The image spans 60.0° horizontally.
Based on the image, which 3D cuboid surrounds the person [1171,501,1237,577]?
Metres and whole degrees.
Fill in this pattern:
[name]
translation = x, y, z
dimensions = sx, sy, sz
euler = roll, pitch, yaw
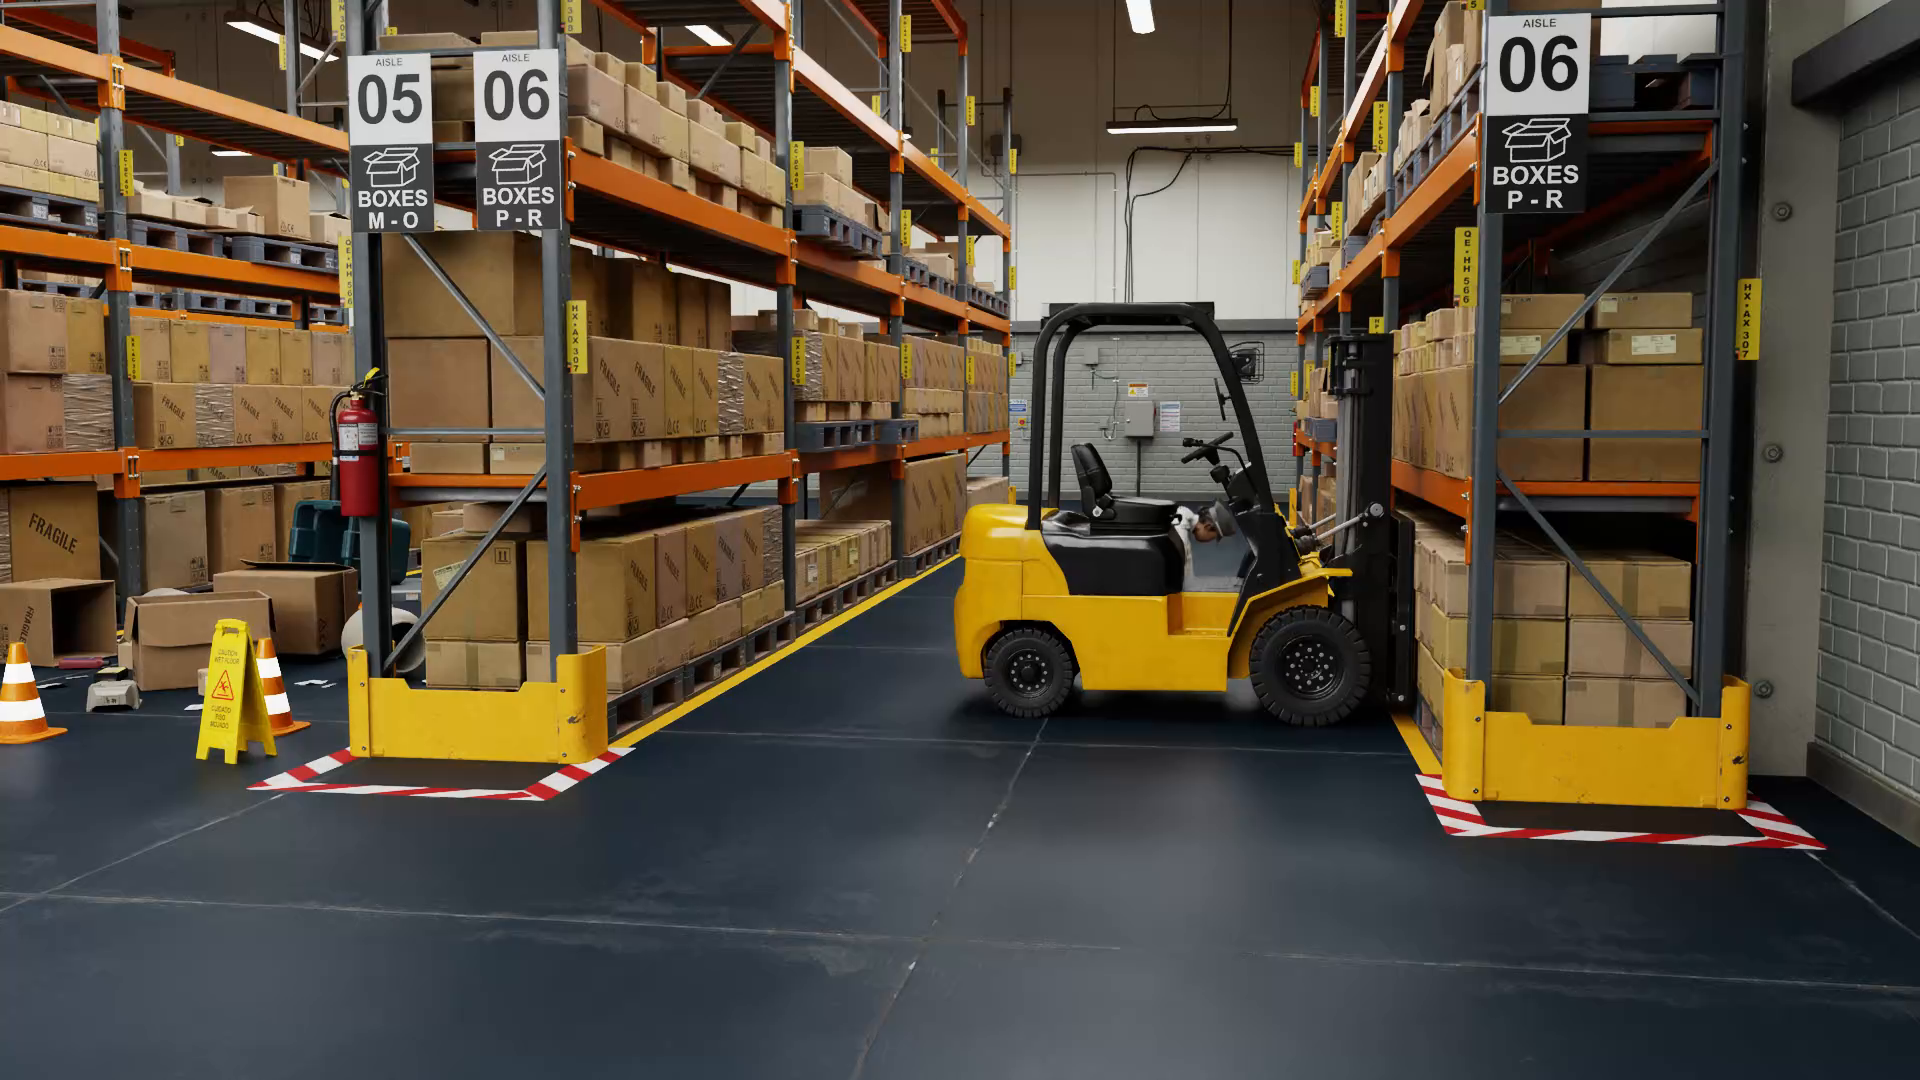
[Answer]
[person]
translation = 1.303, 0.259, 10.654
dimensions = 0.924, 1.030, 0.424
euler = 1, 5, 6
